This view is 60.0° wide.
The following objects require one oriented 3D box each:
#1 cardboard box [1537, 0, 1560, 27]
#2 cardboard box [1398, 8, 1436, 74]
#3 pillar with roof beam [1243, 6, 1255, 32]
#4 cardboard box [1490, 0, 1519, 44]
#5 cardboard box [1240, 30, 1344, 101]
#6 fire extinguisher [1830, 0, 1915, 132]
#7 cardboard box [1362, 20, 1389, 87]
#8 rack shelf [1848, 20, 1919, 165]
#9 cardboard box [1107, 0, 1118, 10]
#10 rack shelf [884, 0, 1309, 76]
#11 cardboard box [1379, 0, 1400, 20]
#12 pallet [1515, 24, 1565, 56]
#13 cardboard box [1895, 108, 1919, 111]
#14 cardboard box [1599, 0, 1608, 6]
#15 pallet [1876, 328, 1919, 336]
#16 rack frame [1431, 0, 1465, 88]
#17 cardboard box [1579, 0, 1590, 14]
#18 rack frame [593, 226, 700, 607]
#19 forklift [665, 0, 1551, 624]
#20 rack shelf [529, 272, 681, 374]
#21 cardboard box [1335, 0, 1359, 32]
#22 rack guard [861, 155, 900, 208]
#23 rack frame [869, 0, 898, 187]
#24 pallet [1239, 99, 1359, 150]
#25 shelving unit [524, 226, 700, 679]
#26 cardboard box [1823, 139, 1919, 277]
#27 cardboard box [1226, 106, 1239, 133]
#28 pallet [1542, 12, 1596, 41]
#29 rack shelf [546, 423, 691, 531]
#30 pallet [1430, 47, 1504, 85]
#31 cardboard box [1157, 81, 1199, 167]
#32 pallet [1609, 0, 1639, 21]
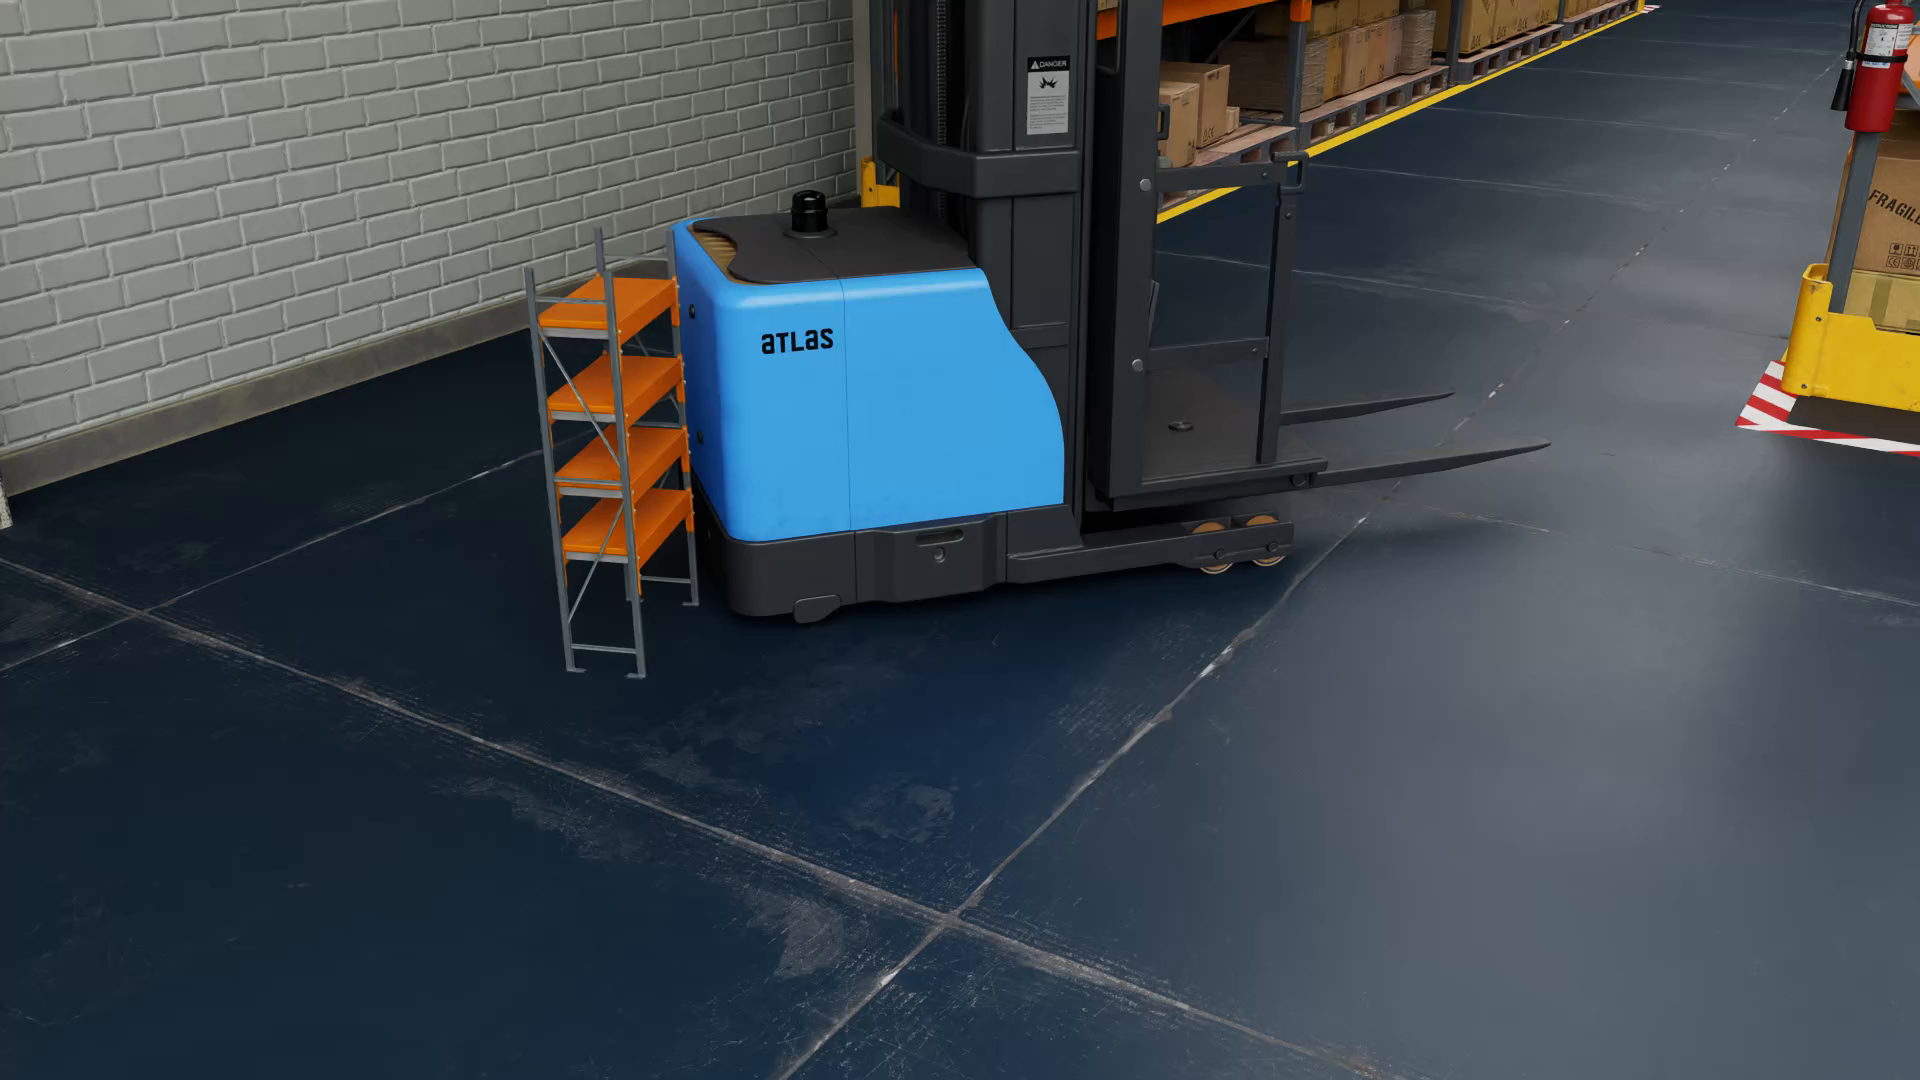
[{"bbox_3d":[6.052,-6.014,18.043,0.750,0.750,0.750,14,27,30],"label":"cardboard box"},{"bbox_3d":[3.839,-4.505,14.973,0.700,0.500,0.500,14,27,30],"label":"cardboard box"},{"bbox_3d":[6.411,-7.298,11.280,9.100,9.000,0.400,14,27,29],"label":"pillar with roof beam"},{"bbox_3d":[5.141,-5.425,16.684,0.750,0.750,0.750,14,27,29],"label":"cardboard box"},{"bbox_3d":[2.668,-3.846,13.450,0.700,0.500,0.500,13,27,28],"label":"cardboard box"},{"bbox_3d":[3.708,-1.989,6.667,0.296,0.674,0.183,14,27,29],"label":"fire extinguisher"},{"bbox_3d":[3.230,-4.182,14.227,0.700,0.500,0.500,14,27,29],"label":"cardboard box"},{"bbox_3d":[5.220,-2.312,8.221,1.077,0.370,4.000,14,27,29],"label":"rack shelf"},{"bbox_3d":[0.743,-3.221,9.578,0.500,0.250,0.500,13,27,27],"label":"cardboard box"},{"bbox_3d":[1.009,-3.349,10.616,1.077,0.370,4.000,14,27,29],"label":"rack shelf"},{"bbox_3d":[3.485,-4.670,14.410,0.500,0.250,0.500,14,27,30],"label":"cardboard box"},{"bbox_3d":[5.941,-5.498,18.185,1.003,0.211,1.213,14,27,29],"label":"pallet"},{"bbox_3d":[4.975,-1.995,8.570,0.500,0.500,0.500,14,27,29],"label":"cardboard box"},{"bbox_3d":[7.581,-6.854,20.424,0.700,0.500,0.500,13,27,27],"label":"cardboard box"},{"bbox_3d":[4.533,-0.955,7.689,1.003,0.211,1.213,14,27,29],"label":"pallet"},{"bbox_3d":[4.174,-5.704,15.151,1.000,3.000,0.127,14,27,29],"label":"rack frame"},{"bbox_3d":[7.034,-6.500,19.606,0.700,0.500,0.500,14,27,28],"label":"cardboard box"},{"bbox_3d":[-0.944,-0.351,5.050,0.240,1.200,0.015,4,24,9],"label":"rack frame"},{"bbox_3d":[0.593,-1.424,5.350,3.031,2.935,1.130,-8,25,-17],"label":"forklift"},{"bbox_3d":[-0.987,-0.616,4.673,0.258,0.148,0.480,4,24,9],"label":"rack shelf"},{"bbox_3d":[2.939,-4.331,13.627,0.500,0.250,0.500,13,27,27],"label":"cardboard box"},{"bbox_3d":[-0.006,-1.883,9.469,1.175,0.500,0.348,14,27,29],"label":"rack guard"},{"bbox_3d":[-0.046,-3.004,8.914,1.000,3.000,0.127,14,27,29],"label":"rack frame"},{"bbox_3d":[2.474,-3.338,13.194,1.003,0.211,1.213,14,27,29],"label":"pallet"},{"bbox_3d":[-0.987,-0.255,4.829,0.258,1.200,0.503,4,24,9],"label":"shelving unit"},{"bbox_3d":[4.195,-1.486,7.395,0.500,0.500,0.500,14,27,29],"label":"cardboard box"},{"bbox_3d":[1.808,-3.069,12.076,0.380,0.166,0.250,10,25,22],"label":"cardboard box"},{"bbox_3d":[6.752,-6.015,19.378,1.003,0.211,1.213,14,27,29],"label":"pallet"},{"bbox_3d":[-0.987,-0.193,4.856,0.258,0.148,0.480,4,24,9],"label":"rack shelf"},{"bbox_3d":[4.654,-4.675,16.283,1.003,0.211,1.213,14,27,29],"label":"pallet"},{"bbox_3d":[1.126,-2.703,10.811,0.700,0.500,0.500,12,26,26],"label":"cardboard box"},{"bbox_3d":[8.039,-6.838,21.281,1.003,0.211,1.213,14,27,29],"label":"pallet"}]
